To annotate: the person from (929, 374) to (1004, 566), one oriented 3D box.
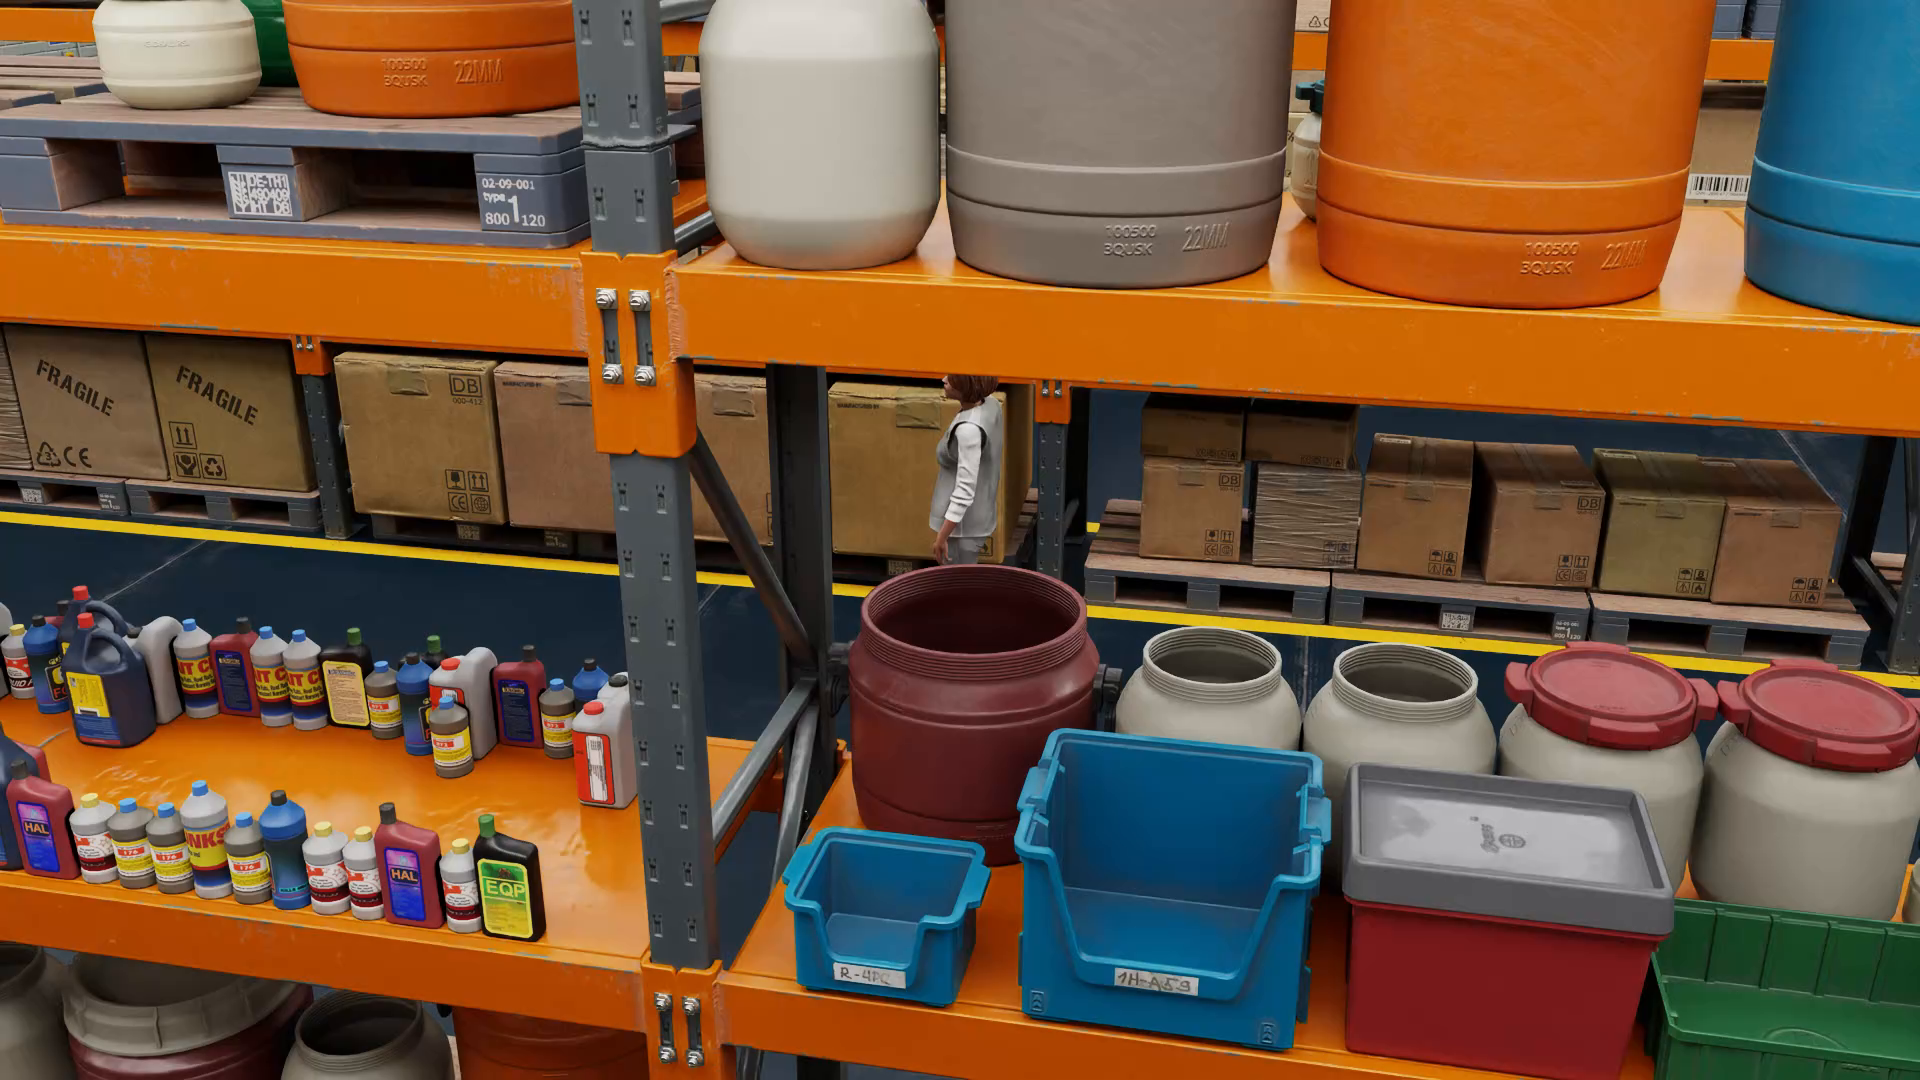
[{"bbox_3d":[-0.058,-0.071,7.254,0.474,1.597,0.521,4,22,11],"label":"person"}]
